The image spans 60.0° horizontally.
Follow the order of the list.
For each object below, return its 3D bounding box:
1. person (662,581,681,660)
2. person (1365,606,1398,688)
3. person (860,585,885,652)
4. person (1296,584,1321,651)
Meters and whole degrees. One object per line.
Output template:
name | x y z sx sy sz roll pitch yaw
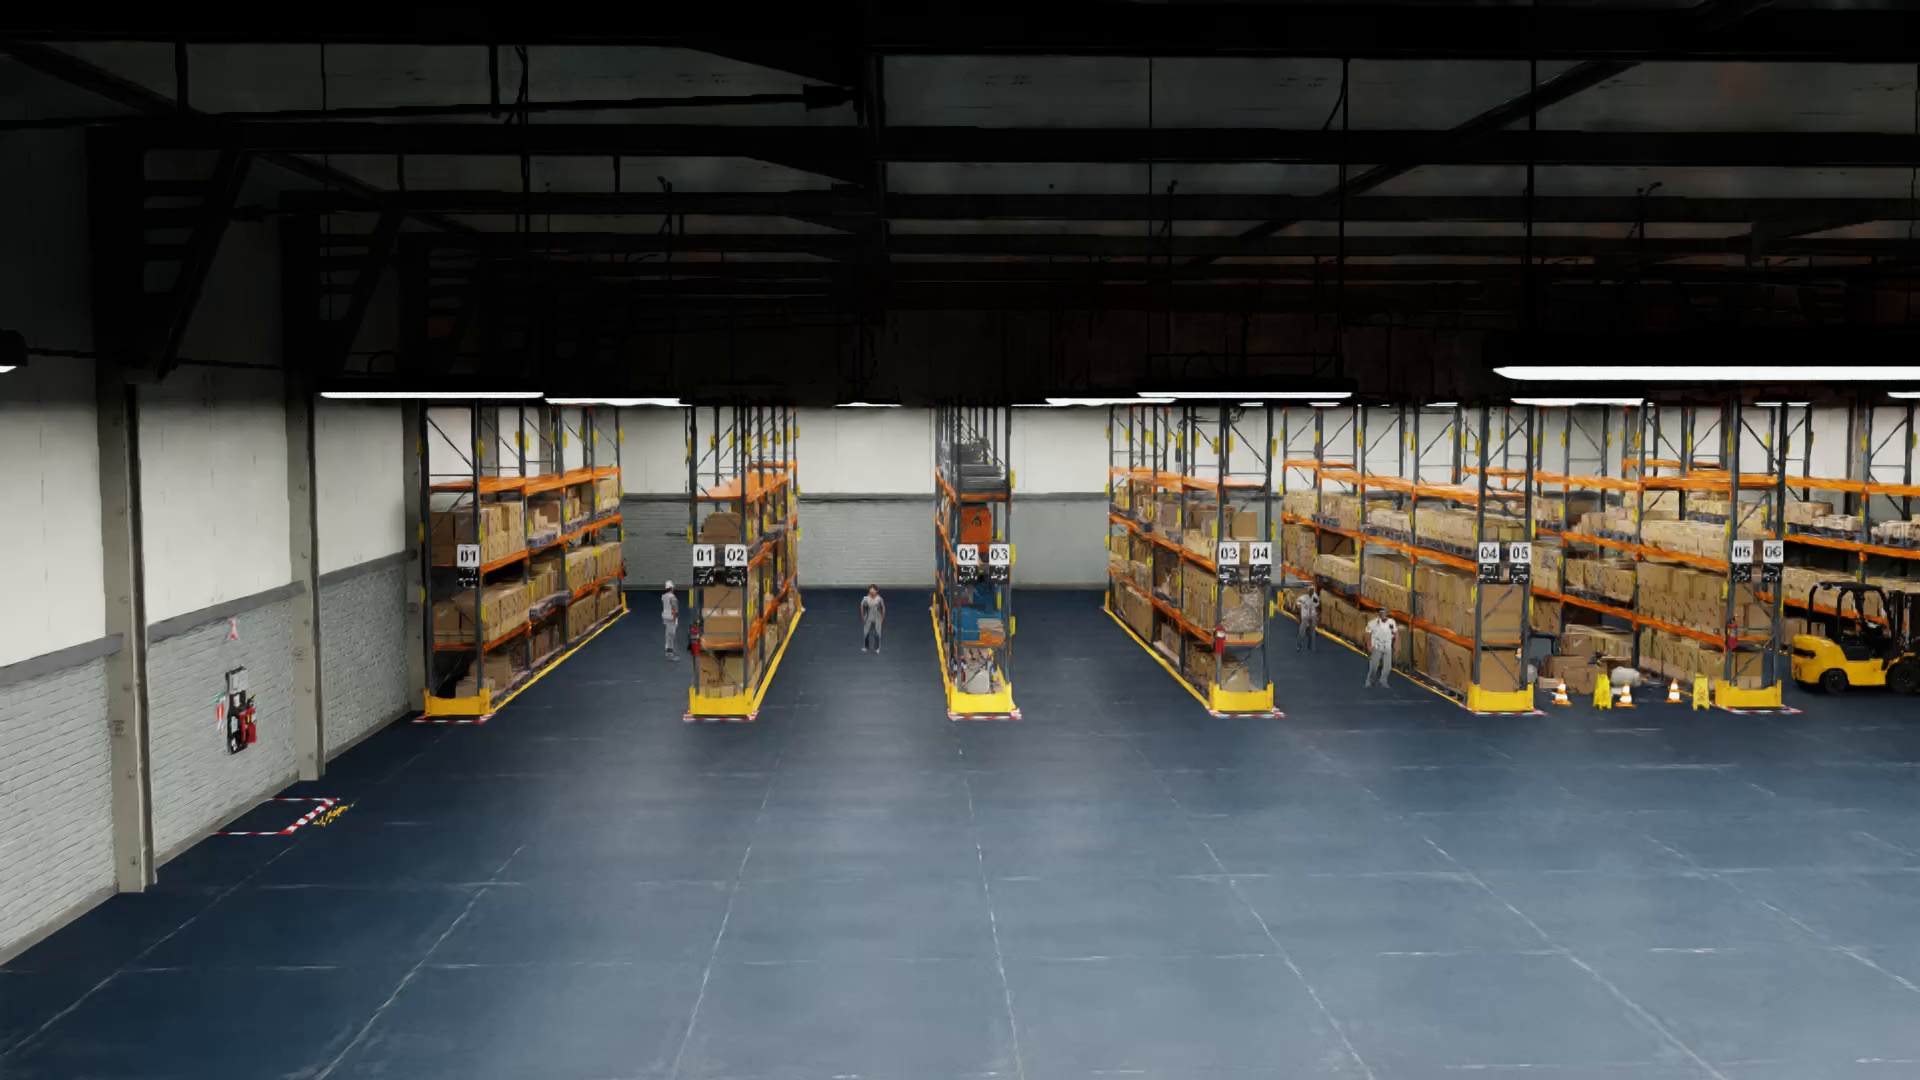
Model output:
person | -6.567 1.823 37.973 0.443 1.787 0.600 -3 5 -33
person | 8.644 2.186 34.129 0.683 1.715 0.532 0 5 -5
person | -2.053 1.853 39.125 0.580 1.600 0.507 0 5 -3
person | 8.246 1.819 39.381 0.592 1.629 0.526 0 5 -4
